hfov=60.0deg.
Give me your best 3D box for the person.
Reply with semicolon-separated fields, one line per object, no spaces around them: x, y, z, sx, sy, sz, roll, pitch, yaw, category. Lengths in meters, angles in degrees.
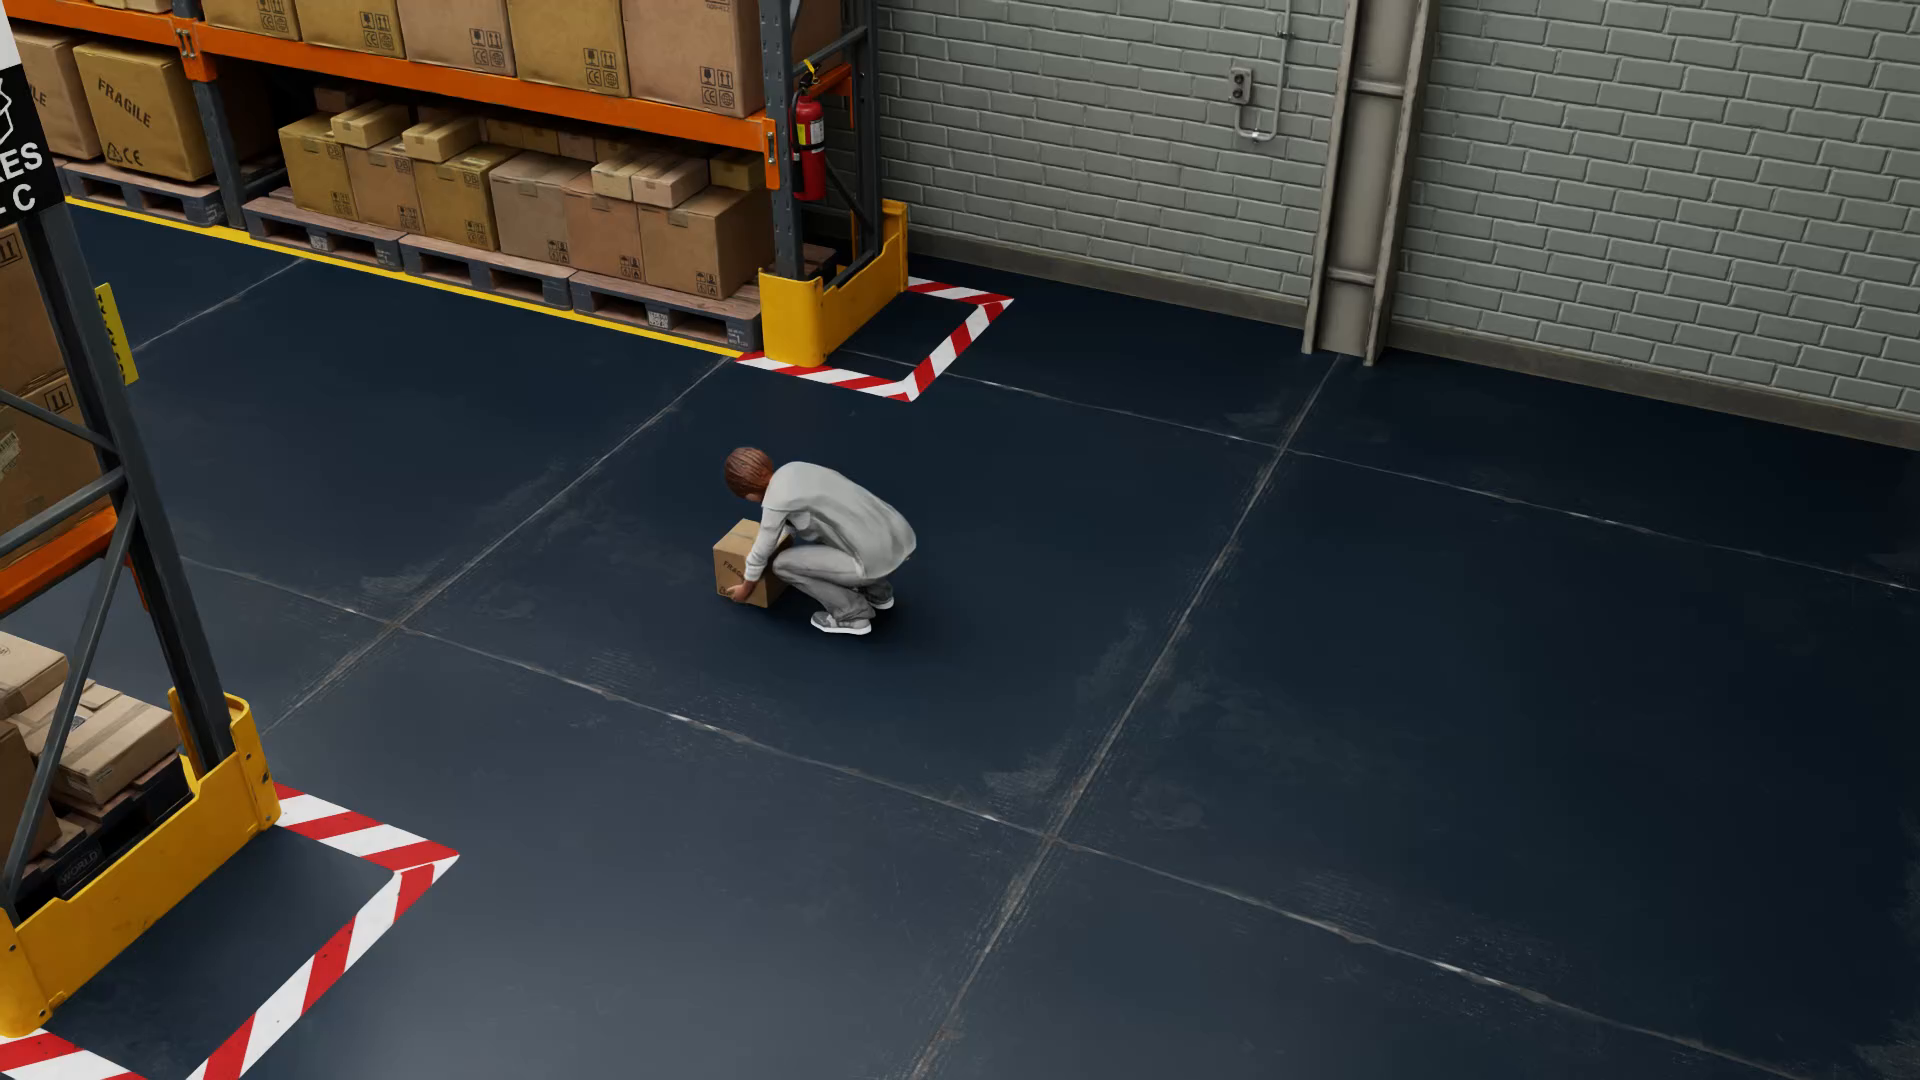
-0.584;0.001;6.951;0.816;0.760;0.436;15;37;20;person
